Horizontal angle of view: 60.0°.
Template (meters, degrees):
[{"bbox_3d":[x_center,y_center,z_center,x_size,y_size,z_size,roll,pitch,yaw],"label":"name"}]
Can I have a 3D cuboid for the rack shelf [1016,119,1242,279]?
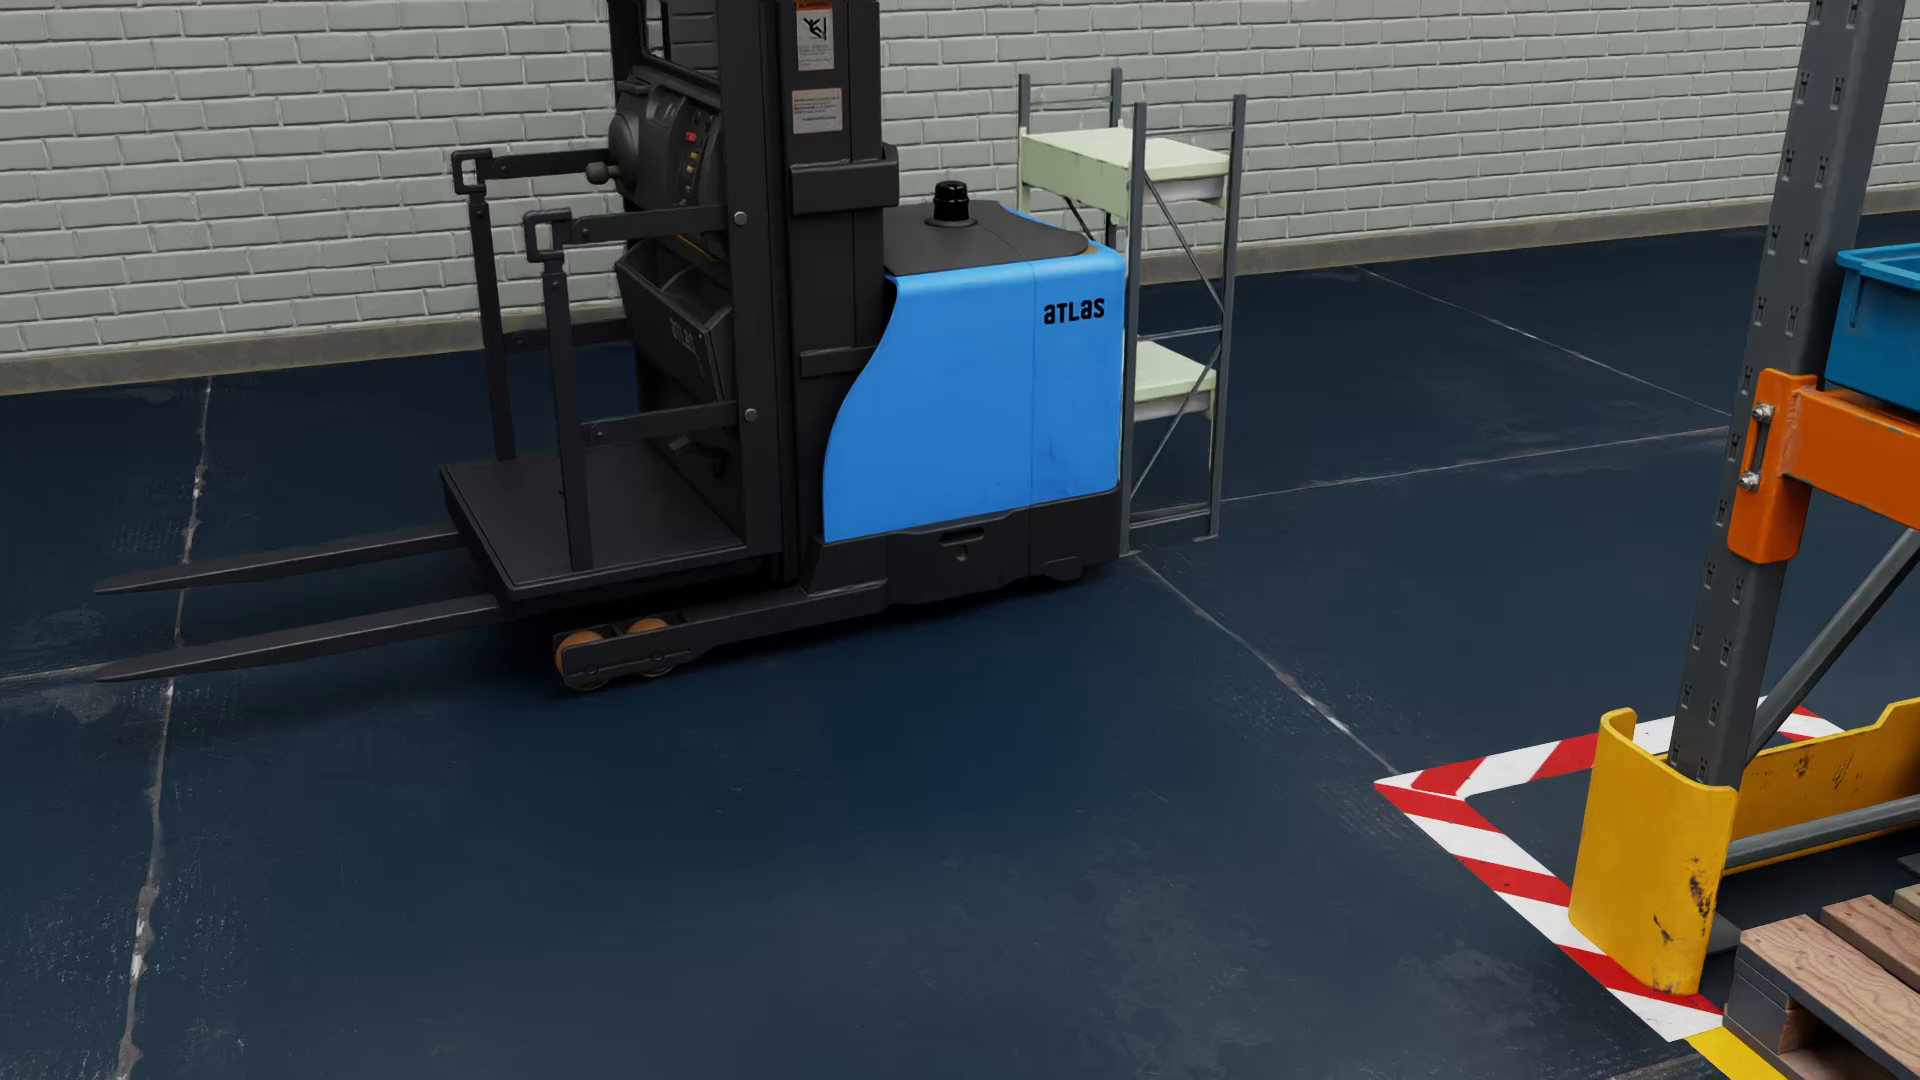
[{"bbox_3d":[0.547,-1.154,5.551,0.431,0.370,0.720,-11,25,-24],"label":"rack shelf"}]

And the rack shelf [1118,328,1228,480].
[{"bbox_3d":[0.547,-0.493,5.829,0.431,0.370,0.720,-11,25,-24],"label":"rack shelf"}]

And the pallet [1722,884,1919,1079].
[{"bbox_3d":[2.230,1.035,3.022,1.003,0.211,1.213,-8,24,-19],"label":"pallet"}]

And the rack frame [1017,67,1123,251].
[{"bbox_3d":[0.383,-0.921,6.004,0.400,1.500,0.023,-11,25,-24],"label":"rack frame"}]

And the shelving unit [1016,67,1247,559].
[{"bbox_3d":[0.547,-0.794,5.703,0.431,1.500,0.755,-11,25,-24],"label":"shelving unit"}]

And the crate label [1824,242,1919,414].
[{"bbox_3d":[1.754,-0.370,2.905,0.416,0.233,0.303,-8,24,-19],"label":"crate label"}]

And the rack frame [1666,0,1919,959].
[{"bbox_3d":[1.974,-0.555,3.204,1.000,3.000,0.127,-8,24,-19],"label":"rack frame"}]

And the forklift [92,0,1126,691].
[{"bbox_3d":[-1.031,-1.155,4.717,3.031,2.935,1.130,-11,25,-24],"label":"forklift"}]

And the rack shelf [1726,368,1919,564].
[{"bbox_3d":[2.681,0.504,1.619,1.077,0.370,4.000,-8,24,-19],"label":"rack shelf"}]

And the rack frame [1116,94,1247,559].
[{"bbox_3d":[0.710,-0.667,5.401,0.400,1.500,0.023,-11,25,-24],"label":"rack frame"}]

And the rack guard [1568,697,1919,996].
[{"bbox_3d":[1.954,0.590,3.706,1.175,0.500,0.348,-8,24,-19],"label":"rack guard"}]
